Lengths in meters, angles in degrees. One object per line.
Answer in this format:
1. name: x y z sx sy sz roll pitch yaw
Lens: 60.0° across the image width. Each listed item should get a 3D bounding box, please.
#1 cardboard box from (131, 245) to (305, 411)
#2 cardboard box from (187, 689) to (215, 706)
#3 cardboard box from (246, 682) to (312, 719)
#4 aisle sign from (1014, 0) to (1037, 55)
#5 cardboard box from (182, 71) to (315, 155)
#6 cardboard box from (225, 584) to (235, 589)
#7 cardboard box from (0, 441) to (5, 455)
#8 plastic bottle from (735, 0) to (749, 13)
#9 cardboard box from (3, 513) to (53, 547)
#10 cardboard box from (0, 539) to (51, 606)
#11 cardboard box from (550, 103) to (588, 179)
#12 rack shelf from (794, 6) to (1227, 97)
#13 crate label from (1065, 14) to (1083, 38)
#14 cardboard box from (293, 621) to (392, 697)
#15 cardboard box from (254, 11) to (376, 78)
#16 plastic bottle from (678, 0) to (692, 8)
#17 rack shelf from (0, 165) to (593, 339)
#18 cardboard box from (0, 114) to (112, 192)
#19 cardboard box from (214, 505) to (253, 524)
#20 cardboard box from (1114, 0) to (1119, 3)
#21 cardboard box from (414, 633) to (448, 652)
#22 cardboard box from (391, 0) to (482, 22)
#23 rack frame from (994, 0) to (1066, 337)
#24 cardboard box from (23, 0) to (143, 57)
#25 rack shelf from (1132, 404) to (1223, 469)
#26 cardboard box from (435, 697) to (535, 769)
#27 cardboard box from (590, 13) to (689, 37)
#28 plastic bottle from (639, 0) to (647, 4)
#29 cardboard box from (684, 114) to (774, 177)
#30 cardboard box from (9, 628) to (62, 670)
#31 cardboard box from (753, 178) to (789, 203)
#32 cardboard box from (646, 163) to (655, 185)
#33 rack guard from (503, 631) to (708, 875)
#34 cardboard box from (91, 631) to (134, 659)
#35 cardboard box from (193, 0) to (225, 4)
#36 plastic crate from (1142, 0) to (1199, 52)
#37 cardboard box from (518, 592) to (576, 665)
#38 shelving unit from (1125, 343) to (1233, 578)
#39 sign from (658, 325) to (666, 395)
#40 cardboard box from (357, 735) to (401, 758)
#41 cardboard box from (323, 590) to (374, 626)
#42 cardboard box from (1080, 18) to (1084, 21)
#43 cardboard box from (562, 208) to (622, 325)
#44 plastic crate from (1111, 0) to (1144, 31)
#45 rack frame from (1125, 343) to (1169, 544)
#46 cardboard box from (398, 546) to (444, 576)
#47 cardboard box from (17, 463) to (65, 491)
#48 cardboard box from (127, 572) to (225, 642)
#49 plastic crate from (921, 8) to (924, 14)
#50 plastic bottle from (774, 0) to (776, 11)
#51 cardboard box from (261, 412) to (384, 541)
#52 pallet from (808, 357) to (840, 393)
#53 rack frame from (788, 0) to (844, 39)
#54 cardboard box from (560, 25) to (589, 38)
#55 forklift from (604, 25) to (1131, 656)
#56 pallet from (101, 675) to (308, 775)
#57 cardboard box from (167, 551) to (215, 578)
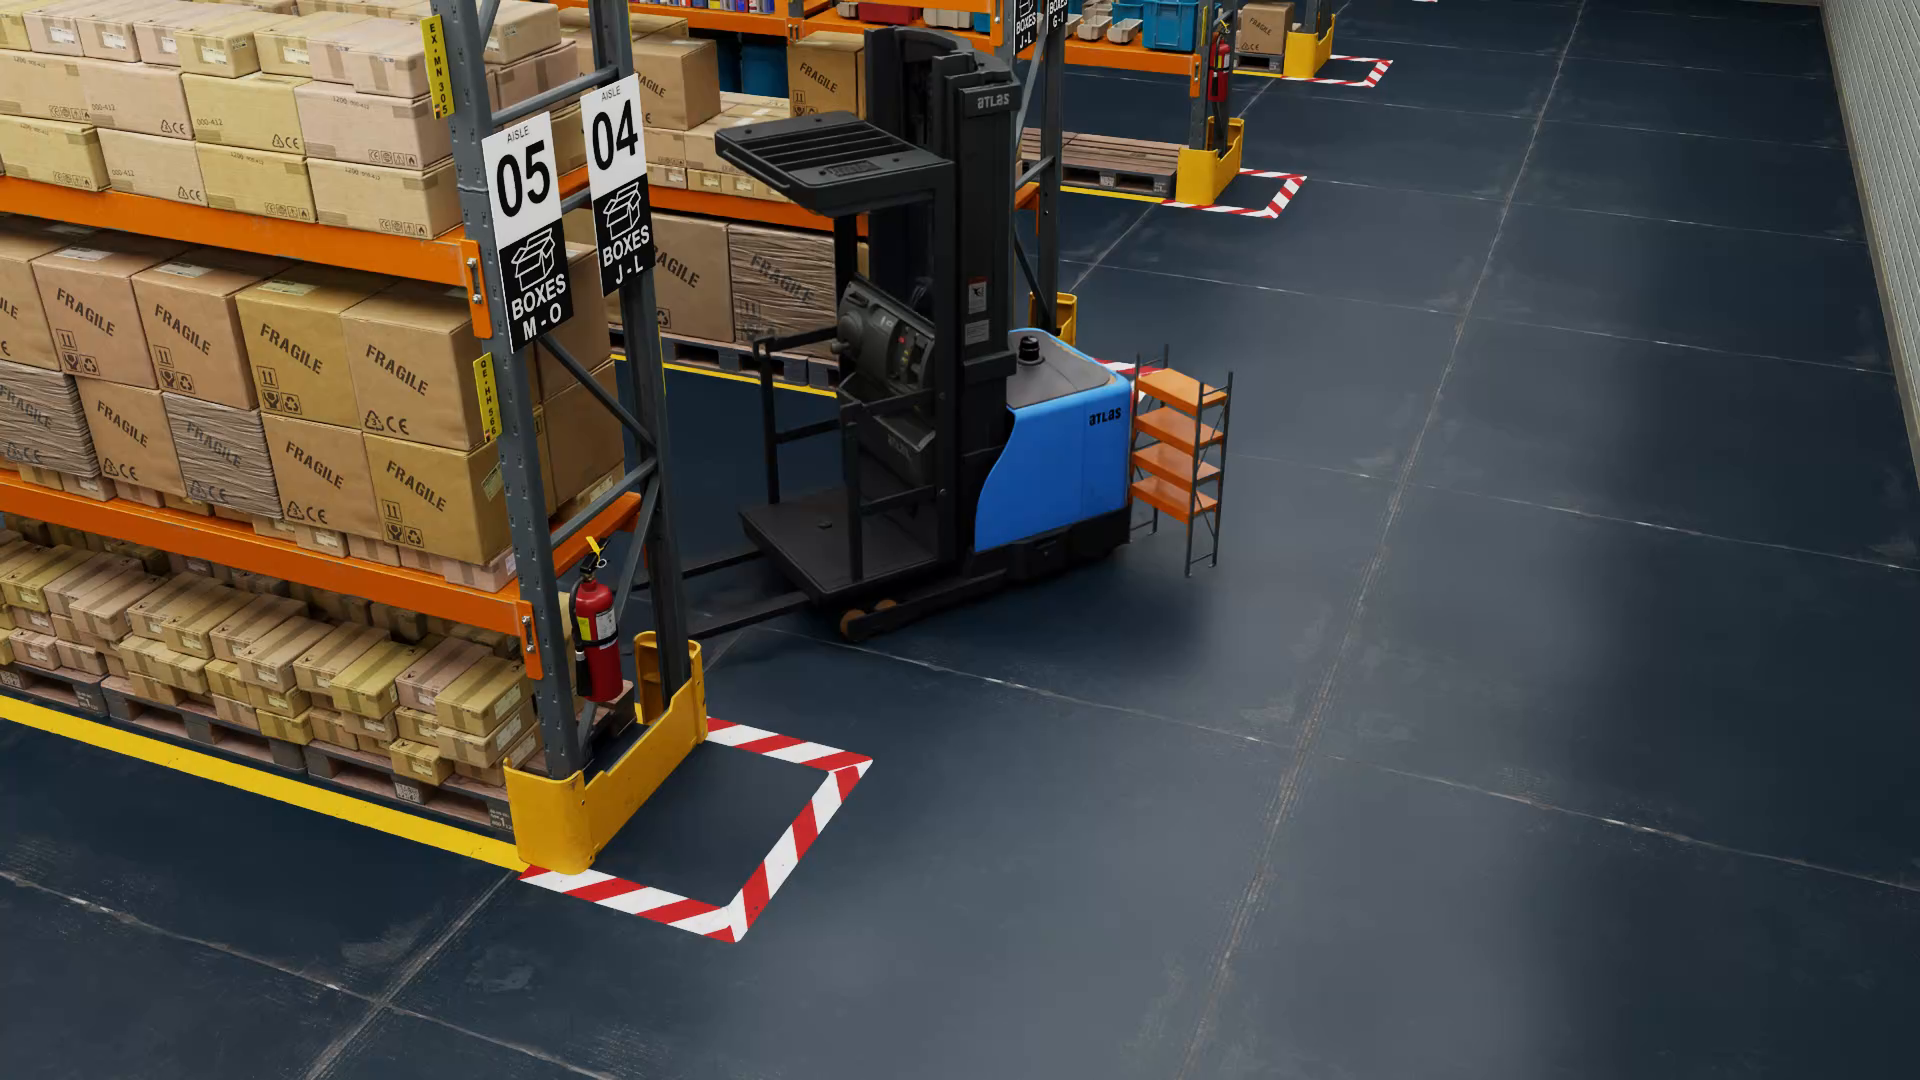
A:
1. cardboard box: -2.984 -0.897 6.868 0.500 0.500 0.500 13 32 22
2. cardboard box: -3.512 0.636 8.047 0.250 0.149 0.380 12 32 21
3. cardboard box: -3.075 0.645 7.729 0.250 0.149 0.380 12 32 20
4. aisle sign: 0.400 -3.356 9.997 0.004 0.787 0.394 11 31 19
5. cardboard box: -2.509 -1.653 6.221 0.500 0.250 0.500 10 31 18
6. cardboard box: -3.617 0.245 8.436 0.250 0.149 0.380 10 31 17
7. cardboard box: -4.393 -0.749 7.624 0.500 0.500 0.500 11 31 19
8. plastic bottle: -2.116 -5.269 16.142 0.133 0.283 0.061 11 31 19
9. cardboard box: -4.791 -0.125 8.788 0.250 0.149 0.380 12 32 21
10. cardboard box: -4.744 0.164 8.277 0.250 0.149 0.380 13 32 22
11. cardboard box: -1.832 -1.571 6.586 0.500 0.250 0.500 12 32 21
12. rack shelf: 0.455 -4.689 15.729 4.000 0.370 1.077 11 31 19
13. crate label: 0.955 -4.713 15.246 0.243 0.136 0.396 11 31 19
14. cardboard box: -2.813 0.546 7.601 0.250 0.149 0.380 10 31 17
15. cardboard box: -2.360 -1.828 6.126 0.250 0.149 0.380 10 31 18
16. plastic bottle: -2.690 -5.405 16.390 0.135 0.276 0.152 11 31 19
17. rack shelf: -3.365 -1.494 7.027 4.000 0.370 1.077 11 31 19
18. cardboard box: -3.463 -1.614 6.660 0.500 0.250 0.500 13 32 21
19. cardboard box: -3.081 -0.232 7.367 0.250 0.149 0.380 10 31 17
20. cardboard box: 2.211 -6.390 20.096 0.637 0.503 0.797 11 31 19
21. cardboard box: -2.393 0.502 7.981 0.250 0.149 0.380 12 32 20
22. cardboard box: -1.956 -1.982 6.399 0.250 0.149 0.380 13 32 21
23. rack frame: 0.447 -2.374 10.902 0.127 3.000 1.000 11 31 19
24. cardboard box: -3.348 -1.985 6.405 0.250 0.149 0.380 10 31 18
25. rack shelf: 1.215 -0.578 9.235 0.258 0.148 0.480 -21 36 -32
26. cardboard box: -2.108 0.830 7.401 0.250 0.149 0.380 10 31 18
27. cardboard box: -2.271 -3.447 11.888 0.500 0.500 0.500 12 31 20
28. plastic bottle: -3.148 -5.449 16.544 0.097 0.201 0.097 0 29 0
29. cardboard box: -1.528 -2.690 11.310 0.500 0.250 0.500 11 31 19
30. cardboard box: -4.505 0.472 8.336 0.250 0.149 0.380 11 31 19
31. cardboard box: -1.195 -2.416 11.232 0.250 0.149 0.380 11 31 19
32. cardboard box: -2.142 -2.606 11.568 0.250 0.149 0.380 11 31 18
33. rack guard: -1.582 0.943 7.574 0.348 0.500 1.175 11 31 19
34. cardboard box: -4.000 0.418 8.130 0.250 0.149 0.380 13 32 21
35. cardboard box: -2.892 -2.203 6.789 0.250 0.149 0.380 12 32 21
36. plastic crate: 1.928 -4.651 14.833 0.499 0.435 0.616 11 31 19
37. cardboard box: -1.870 0.416 7.831 0.250 0.149 0.380 10 31 17
38. shelving unit: 1.215 -0.441 9.312 0.258 1.200 0.503 -21 36 -32
39. sign: -1.308 -0.756 7.159 0.005 0.325 0.100 11 31 19
40. cardboard box: -2.567 0.835 7.694 0.250 0.149 0.380 11 31 19
41. cardboard box: -2.870 0.251 8.123 0.250 0.149 0.380 13 32 21
42. cardboard box: 1.581 -6.257 20.203 0.250 0.166 0.380 11 31 19
43. cardboard box: -2.678 -2.213 12.350 0.875 0.875 0.875 11 31 19
44. plastic crate: 1.594 -4.903 15.486 0.300 0.233 0.416 11 31 19
45. rack frame: 1.065 -0.536 9.479 0.240 1.200 0.015 -21 36 -32
46. cardboard box: -2.137 -0.016 6.986 0.250 0.149 0.380 11 31 19
47. cardboard box: -4.086 -0.392 7.650 0.250 0.149 0.380 12 32 20
48. cardboard box: -3.752 0.323 7.995 0.250 0.149 0.380 10 31 17
49. plastic crate: -0.260 -5.194 16.110 0.590 0.125 0.437 11 31 19
50. plastic bottle: -1.855 -5.272 16.230 0.097 0.201 0.097 0 29 0
51. cardboard box: -2.500 -0.368 6.948 0.500 0.500 0.500 11 31 18
52. pallet: -0.324 -1.272 11.787 1.213 0.211 1.003 11 31 19
53. rack frame: -1.398 -5.372 16.207 0.127 3.000 1.000 11 31 19
54. cardboard box: -2.912 -3.300 11.627 0.500 0.500 0.500 11 31 19
55. forklift: -0.568 -1.036 8.605 3.031 2.935 1.130 -17 33 -27
56. pallet: -3.448 0.676 8.340 1.213 0.211 1.003 11 31 19
57. cardboard box: -3.809 0.039 8.499 0.250 0.149 0.380 10 31 17
